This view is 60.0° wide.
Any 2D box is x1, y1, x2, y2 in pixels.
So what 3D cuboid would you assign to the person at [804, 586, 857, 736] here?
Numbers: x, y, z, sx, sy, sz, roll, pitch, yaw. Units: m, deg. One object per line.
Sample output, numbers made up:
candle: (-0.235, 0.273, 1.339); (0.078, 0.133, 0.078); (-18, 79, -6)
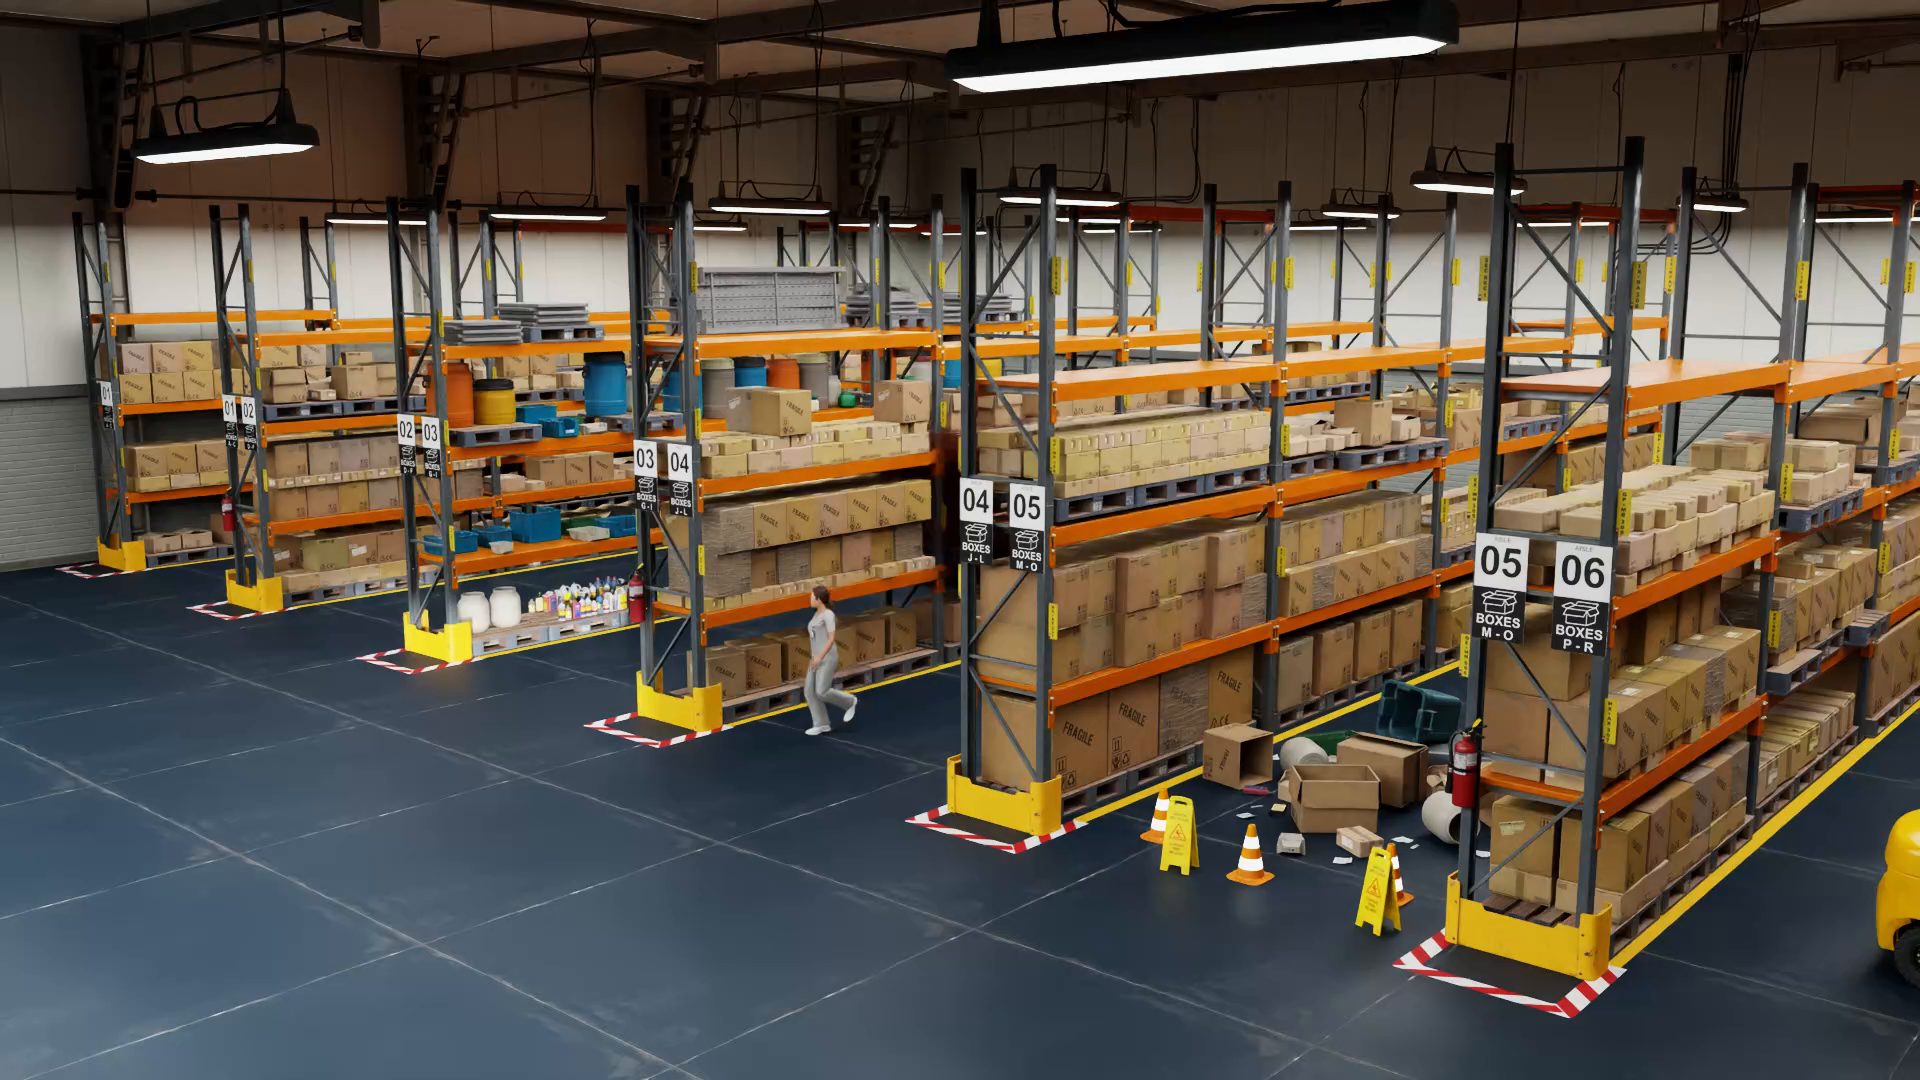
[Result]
person: (-1.466, 1.320, 18.449); (0.636, 1.639, 0.496); (-6, 11, -32)
